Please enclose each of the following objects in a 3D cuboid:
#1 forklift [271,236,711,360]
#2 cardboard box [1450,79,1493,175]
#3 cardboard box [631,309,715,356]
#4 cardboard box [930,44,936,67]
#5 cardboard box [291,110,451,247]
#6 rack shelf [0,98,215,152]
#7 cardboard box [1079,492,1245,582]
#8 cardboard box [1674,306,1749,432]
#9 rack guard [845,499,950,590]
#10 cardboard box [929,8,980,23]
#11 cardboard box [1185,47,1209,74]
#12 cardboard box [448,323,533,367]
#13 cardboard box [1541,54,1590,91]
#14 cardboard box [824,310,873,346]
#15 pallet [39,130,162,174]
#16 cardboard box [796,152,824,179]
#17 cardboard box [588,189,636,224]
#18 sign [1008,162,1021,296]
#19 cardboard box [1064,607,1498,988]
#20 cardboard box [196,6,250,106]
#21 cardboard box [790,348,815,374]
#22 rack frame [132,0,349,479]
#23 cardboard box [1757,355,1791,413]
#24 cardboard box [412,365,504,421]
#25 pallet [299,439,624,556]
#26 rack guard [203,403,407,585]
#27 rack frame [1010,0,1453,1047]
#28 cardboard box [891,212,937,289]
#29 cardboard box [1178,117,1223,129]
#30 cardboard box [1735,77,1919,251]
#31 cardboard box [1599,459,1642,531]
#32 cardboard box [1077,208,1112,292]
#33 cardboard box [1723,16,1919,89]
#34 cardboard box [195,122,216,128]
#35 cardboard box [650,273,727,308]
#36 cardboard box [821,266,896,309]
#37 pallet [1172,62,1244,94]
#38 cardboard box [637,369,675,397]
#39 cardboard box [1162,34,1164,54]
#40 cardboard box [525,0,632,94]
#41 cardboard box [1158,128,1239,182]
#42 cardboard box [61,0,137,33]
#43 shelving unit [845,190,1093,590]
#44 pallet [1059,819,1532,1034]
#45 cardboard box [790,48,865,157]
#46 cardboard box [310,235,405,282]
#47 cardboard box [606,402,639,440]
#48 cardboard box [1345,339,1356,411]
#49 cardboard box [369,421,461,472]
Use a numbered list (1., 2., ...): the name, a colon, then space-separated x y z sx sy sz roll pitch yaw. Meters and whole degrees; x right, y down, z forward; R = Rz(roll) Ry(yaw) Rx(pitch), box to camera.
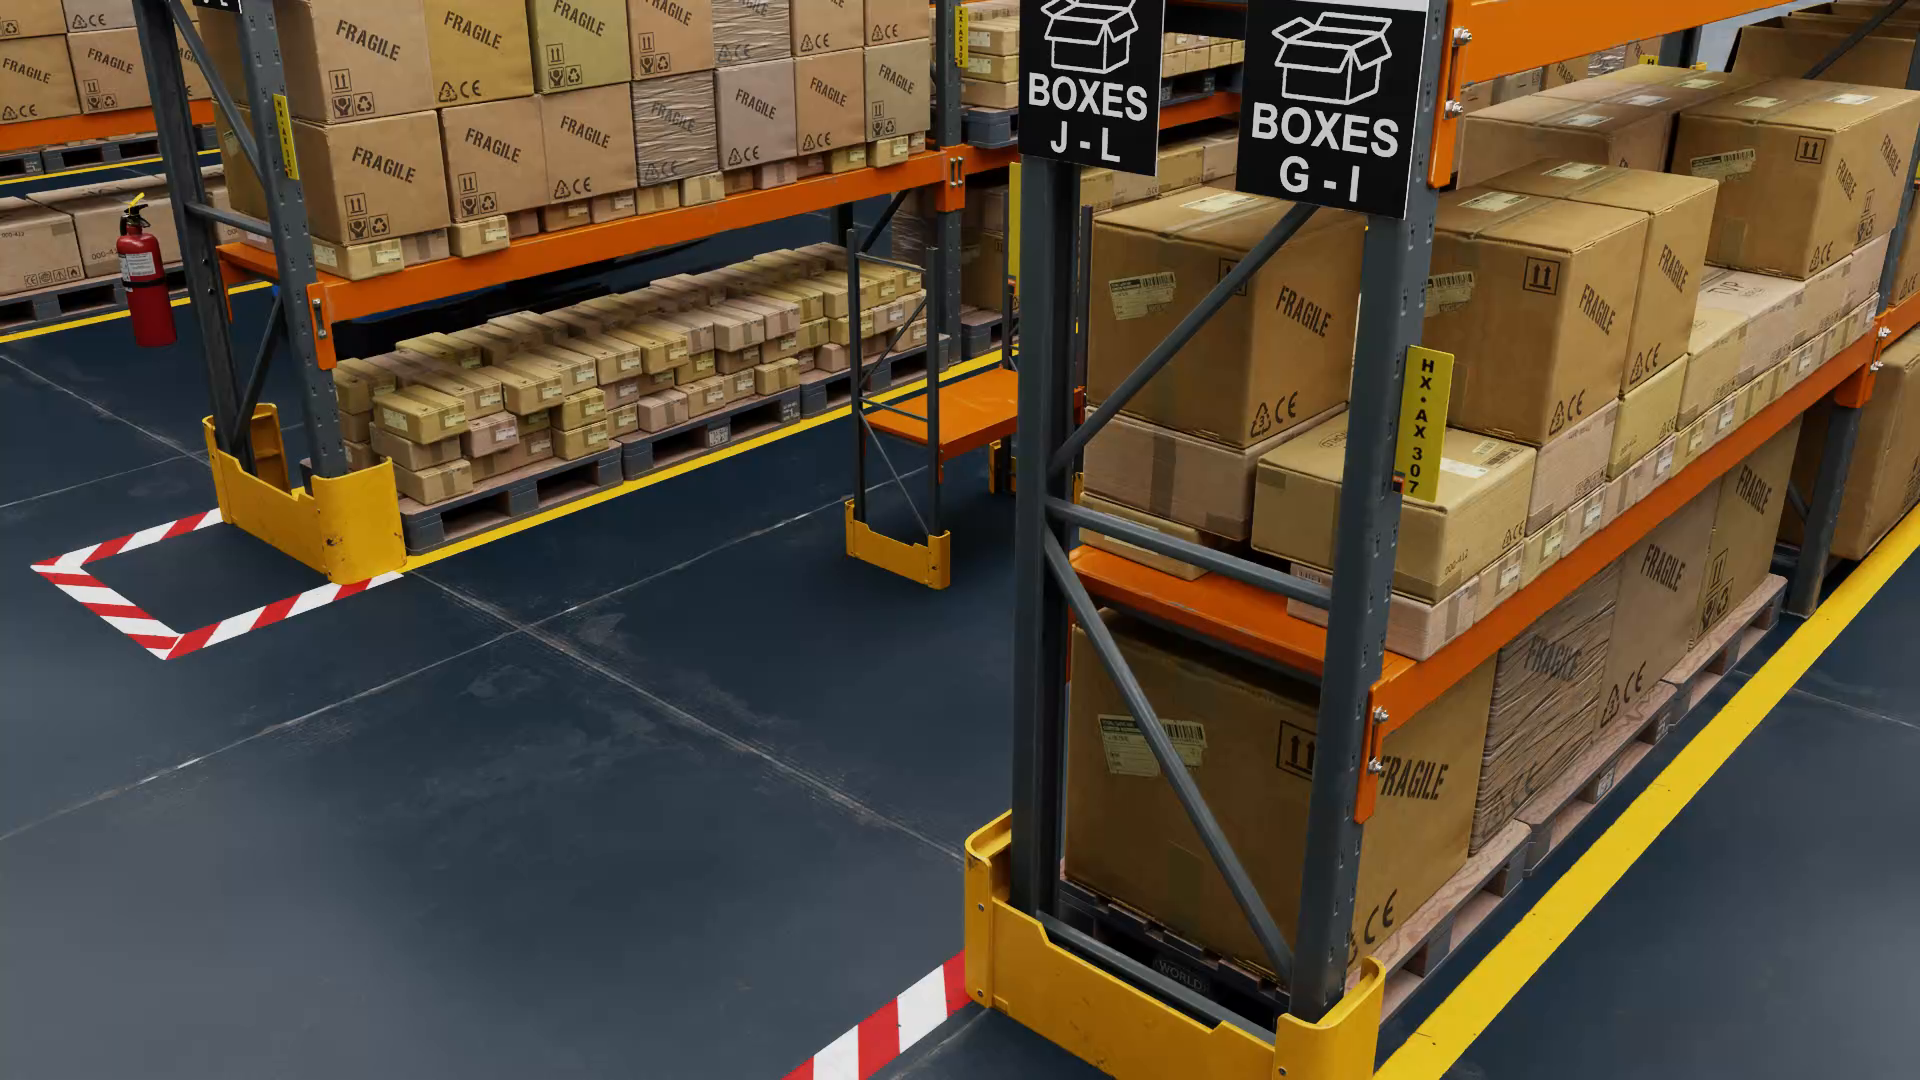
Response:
1. forklift: -3.010 -2.941 10.726 1.130 2.935 3.031 18 30 34
2. cardboard box: 3.942 -3.662 14.487 1.050 0.750 0.750 20 31 38
3. cardboard box: -1.510 -1.085 8.748 0.380 0.149 0.250 20 31 38
4. cardboard box: -0.285 -2.954 10.101 0.380 0.149 0.250 21 32 39
5. cardboard box: -2.567 -1.590 7.143 0.500 0.500 0.500 22 32 40
6. rack shelf: -5.492 -2.949 11.540 1.077 0.370 4.000 20 31 38
7. cardboard box: 0.546 -0.046 4.492 0.380 0.149 0.250 21 32 38
8. cardboard box: 2.099 -0.574 5.184 0.500 0.250 0.500 19 31 37
9. rack guard: -0.281 0.014 7.412 0.587 0.250 0.087 20 31 38
10. cardboard box: -0.102 -3.172 10.224 0.380 0.149 0.250 19 30 36
11. cardboard box: 1.420 -3.196 11.006 0.380 0.149 0.250 21 32 39
12. cardboard box: -2.399 -0.976 8.504 0.380 0.149 0.250 19 30 36
13. cardboard box: 5.408 -4.398 15.975 0.875 0.875 0.875 21 31 38
14. cardboard box: -0.714 -1.237 9.450 0.380 0.149 0.250 19 30 36
15. pallet: -8.315 -3.759 15.876 1.003 0.211 1.213 20 31 38
16. cardboard box: -0.956 -2.067 9.001 0.380 0.149 0.250 19 30 36
17. cardboard box: -1.798 -1.657 8.087 0.380 0.149 0.250 19 31 37
18. sign: 0.159 -0.751 4.053 0.100 0.325 0.005 20 31 38
19. cardboard box: 0.921 0.599 4.831 0.875 0.875 0.875 20 31 38
20. cardboard box: -2.953 -2.192 7.264 0.500 0.500 0.500 19 31 36
21. cardboard box: -1.041 -1.042 9.380 0.380 0.149 0.250 19 31 36
22. rack frame: -3.073 -1.347 7.088 1.000 3.000 0.127 20 31 38
23. cardboard box: 2.577 -0.570 5.662 0.380 0.149 0.250 21 31 38
24. cardboard box: -2.376 -0.693 7.873 0.380 0.149 0.250 21 31 38
25. pallet: -2.453 -0.336 8.240 1.003 0.211 1.213 20 31 38
26. rack guard: -3.022 -0.229 7.651 1.175 0.500 0.348 20 31 38
27. rack frame: 0.553 0.038 3.998 1.000 3.000 0.127 20 31 38
28. cardboard box: -0.097 -1.911 10.888 0.500 0.500 0.500 19 31 37
29. cardboard box: 1.626 -3.034 12.475 0.500 0.250 0.500 18 30 35
30. cardboard box: 3.115 -1.377 6.058 0.500 0.500 0.500 21 32 39
31. cardboard box: 1.721 -0.179 4.790 0.380 0.149 0.250 19 31 37
32. cardboard box: 0.639 -1.931 10.932 0.500 0.500 0.500 22 32 40
33. cardboard box: 3.643 -1.881 6.930 0.797 0.503 0.637 19 30 36
34. cardboard box: -7.365 -4.378 16.389 0.500 0.500 0.500 22 32 40
35. cardboard box: -1.535 -1.380 9.406 0.380 0.149 0.250 21 32 39
36. cardboard box: -0.588 -1.460 9.583 0.380 0.149 0.250 21 31 38
37. pallet: 1.870 -3.451 12.014 1.213 0.211 1.003 20 31 38
38. cardboard box: -1.701 -0.879 8.652 0.380 0.149 0.250 22 32 40
39. cardboard box: 1.074 -3.174 10.593 0.380 0.149 0.250 20 31 37
40. cardboard box: -1.880 -2.357 7.632 0.500 0.500 0.500 19 31 36
41. cardboard box: 1.676 -2.741 11.822 0.500 0.250 0.500 21 31 38
42. cardboard box: -5.617 -3.556 10.671 0.500 0.500 0.500 20 31 37
43. shelving unit: 0.051 -0.708 7.495 0.587 1.500 1.083 20 31 38
44. pallet: 1.029 1.046 5.160 1.003 0.211 1.213 20 31 38
45. cardboard box: -0.863 -2.365 8.872 0.500 0.500 0.500 19 30 36
46. cardboard box: -2.612 -1.242 7.160 0.380 0.149 0.250 20 31 37
47. cardboard box: -1.859 -0.641 8.485 0.380 0.149 0.250 20 31 38
48. cardboard box: 1.018 -0.404 4.804 0.500 0.250 0.500 19 31 37
49. cardboard box: -2.532 -0.463 7.724 0.380 0.149 0.250 22 32 40
